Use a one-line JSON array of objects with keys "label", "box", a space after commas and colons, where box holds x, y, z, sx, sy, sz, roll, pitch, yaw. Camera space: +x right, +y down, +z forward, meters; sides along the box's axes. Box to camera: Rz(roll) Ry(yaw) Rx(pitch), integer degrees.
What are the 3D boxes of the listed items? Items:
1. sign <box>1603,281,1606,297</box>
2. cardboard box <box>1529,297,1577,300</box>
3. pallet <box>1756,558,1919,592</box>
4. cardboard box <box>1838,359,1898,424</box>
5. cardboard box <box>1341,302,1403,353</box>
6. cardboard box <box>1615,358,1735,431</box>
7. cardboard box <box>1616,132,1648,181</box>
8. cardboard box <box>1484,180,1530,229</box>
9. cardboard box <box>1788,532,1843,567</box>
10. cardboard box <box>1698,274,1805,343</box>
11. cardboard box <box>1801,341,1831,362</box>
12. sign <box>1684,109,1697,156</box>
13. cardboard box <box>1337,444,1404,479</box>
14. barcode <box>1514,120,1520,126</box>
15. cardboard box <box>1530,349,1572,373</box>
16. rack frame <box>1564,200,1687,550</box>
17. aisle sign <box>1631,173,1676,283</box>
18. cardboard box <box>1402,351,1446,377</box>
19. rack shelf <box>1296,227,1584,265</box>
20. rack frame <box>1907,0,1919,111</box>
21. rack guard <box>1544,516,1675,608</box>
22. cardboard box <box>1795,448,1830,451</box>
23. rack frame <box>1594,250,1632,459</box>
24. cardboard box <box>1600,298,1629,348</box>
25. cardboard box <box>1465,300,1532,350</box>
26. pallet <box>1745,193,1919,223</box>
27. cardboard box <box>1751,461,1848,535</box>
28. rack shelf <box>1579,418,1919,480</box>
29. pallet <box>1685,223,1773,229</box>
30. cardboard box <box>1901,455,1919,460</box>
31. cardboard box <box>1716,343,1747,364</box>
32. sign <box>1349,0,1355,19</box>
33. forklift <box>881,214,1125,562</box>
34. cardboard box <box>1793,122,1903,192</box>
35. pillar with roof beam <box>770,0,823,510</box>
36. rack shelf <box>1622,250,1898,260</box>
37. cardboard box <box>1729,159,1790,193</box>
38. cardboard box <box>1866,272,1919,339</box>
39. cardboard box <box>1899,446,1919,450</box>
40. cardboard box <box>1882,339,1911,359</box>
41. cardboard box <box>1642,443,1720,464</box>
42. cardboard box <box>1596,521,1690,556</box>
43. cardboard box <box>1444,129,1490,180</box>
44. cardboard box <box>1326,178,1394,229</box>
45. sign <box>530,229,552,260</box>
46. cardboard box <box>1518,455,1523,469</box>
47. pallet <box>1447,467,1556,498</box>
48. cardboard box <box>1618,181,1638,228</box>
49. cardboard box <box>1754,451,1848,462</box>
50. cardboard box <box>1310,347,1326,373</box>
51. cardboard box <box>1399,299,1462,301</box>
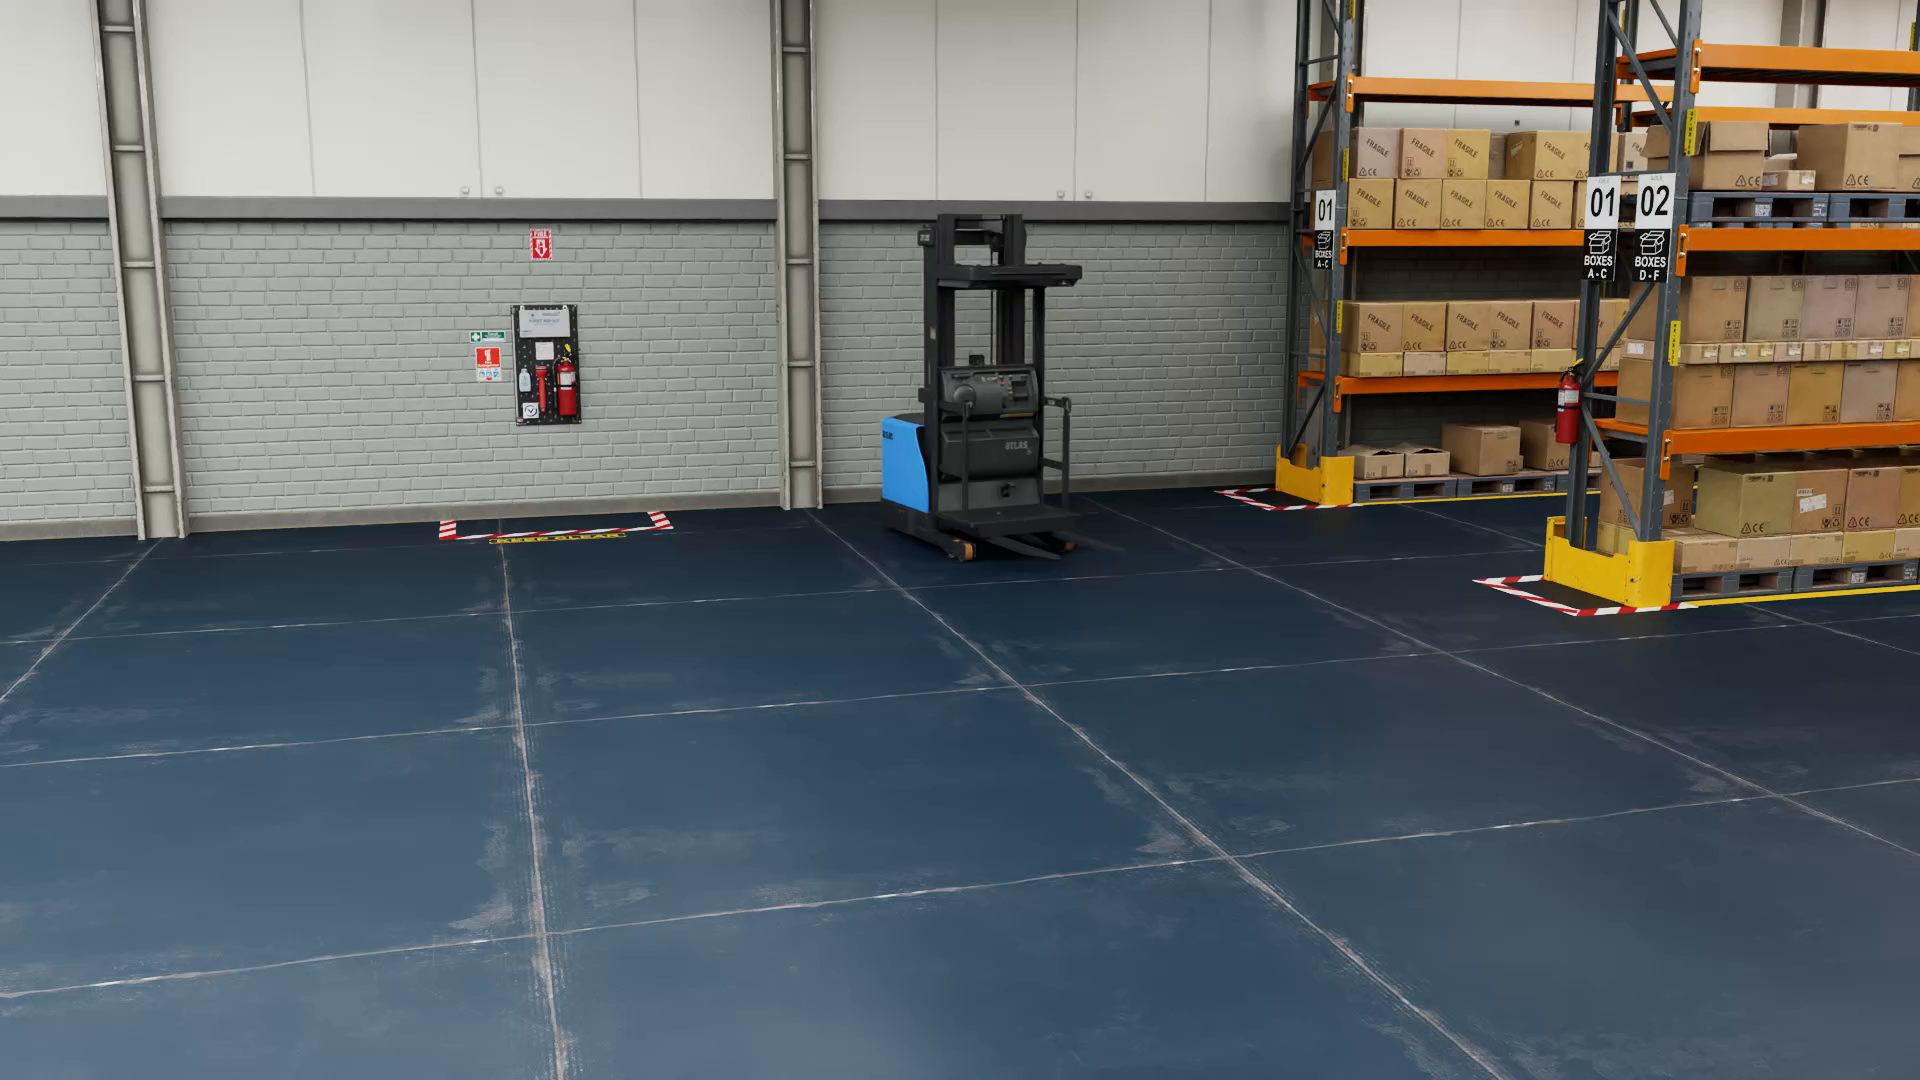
[{"label": "sign", "box": [7.380, -2.803, 18.995, 0.005, 0.325, 0.100, -3, 11, -16]}, {"label": "cardboard box", "box": [6.531, -2.429, 18.450, 0.500, 0.500, 0.500, -3, 11, -16]}, {"label": "pallet", "box": [6.978, 0.190, 13.634, 1.213, 0.211, 1.003, -3, 11, -16]}, {"label": "cardboard box", "box": [7.024, -1.224, 13.336, 0.500, 0.500, 0.700, -3, 11, -14]}, {"label": "cardboard box", "box": [4.240, -2.212, 17.268, 0.500, 0.500, 0.500, -3, 11, -16]}, {"label": "cardboard box", "box": [5.538, -1.145, 12.907, 0.500, 0.500, 0.700, -3, 11, -16]}, {"label": "cardboard box", "box": [7.133, -4.091, 17.810, 0.500, 0.500, 0.500, -4, 11, -21]}, {"label": "cardboard box", "box": [5.620, -3.522, 17.478, 0.500, 0.500, 0.500, -2, 11, -12]}, {"label": "cardboard box", "box": [6.622, 0.032, 13.226, 0.500, 0.250, 0.500, -3, 11, -16]}, {"label": "cardboard box", "box": [6.092, -1.813, 12.954, 0.500, 0.500, 0.700, -3, 11, -17]}, {"label": "cardboard box", "box": [6.514, -1.477, 12.922, 0.250, 0.149, 0.380, -3, 11, -18]}, {"label": "sign", "box": [5.236, -2.921, 11.917, 0.005, 0.325, 0.100, -3, 11, -16]}, {"label": "cardboard box", "box": [4.387, -0.849, 17.786, 0.500, 0.311, 0.500, -4, 11, -22]}, {"label": "barcode", "box": [6.084, -4.552, 18.157, 0.075, 0.075, 0.001, -3, 11, -16]}, {"label": "cardboard box", "box": [6.209, -1.945, 17.890, 0.500, 0.250, 0.500, -3, 11, -16]}, {"label": "rack frame", "box": [5.086, -1.074, 12.800, 0.127, 3.000, 1.000, -3, 11, -16]}, {"label": "aisle sign", "box": [5.109, -2.296, 12.258, 0.004, 0.787, 0.394, -3, 11, -16]}, {"label": "cardboard box", "box": [4.750, -1.869, 17.479, 0.500, 0.250, 0.500, -3, 11, -18]}, {"label": "rack shelf", "box": [5.618, -3.158, 17.820, 4.000, 0.370, 1.077, -3, 11, -16]}, {"label": "rack frame", "box": [11.379, -5.290, 19.133, 0.127, 3.000, 1.000, -3, 11, -16]}, {"label": "rack guard", "box": [5.063, 0.156, 13.020, 0.348, 0.500, 1.175, -3, 11, -16]}, {"label": "cardboard box", "box": [9.706, -1.246, 19.420, 0.500, 0.500, 0.700, -3, 11, -16]}, {"label": "rack frame", "box": [7.539, -2.138, 18.576, 0.127, 3.000, 1.000, -3, 11, -16]}, {"label": "cardboard box", "box": [7.171, -2.365, 18.098, 0.500, 0.500, 0.500, -3, 11, -16]}, {"label": "cardboard box", "box": [5.708, -2.288, 17.684, 0.500, 0.500, 0.500, -3, 11, -14]}, {"label": "pallet", "box": [6.946, -2.600, 13.046, 1.213, 0.211, 1.003, -3, 11, -16]}, {"label": "cardboard box", "box": [6.619, -0.339, 13.169, 0.500, 0.500, 0.500, -3, 11, -16]}, {"label": "rack shelf", "box": [7.006, -0.822, 13.415, 4.000, 0.370, 1.077, -3, 11, -16]}, {"label": "pallet", "box": [8.161, -3.533, 18.391, 1.003, 0.211, 1.213, -3, 11, -16]}, {"label": "cardboard box", "box": [8.059, -0.415, 13.583, 0.500, 0.500, 0.500, -3, 11, -16]}, {"label": "cardboard box", "box": [5.776, -1.439, 12.712, 0.250, 0.149, 0.380, -3, 11, -17]}, {"label": "sign", "box": [3.850, -5.290, 16.330, 0.005, 0.325, 0.100, -3, 11, -16]}, {"label": "forklift", "box": [0.364, -1.345, 14.460, 1.130, 2.935, 3.031, -5, 12, -26]}, {"label": "cardboard box", "box": [6.757, -2.910, 12.667, 0.500, 0.500, 0.500, -3, 11, -16]}, {"label": "pillar with roof beam", "box": [-0.429, -4.019, 12.229, 0.400, 9.000, 9.100, -3, 11, -16]}, {"label": "rack shelf", "box": [9.459, -3.360, 18.920, 4.000, 0.370, 1.077, -3, 11, -16]}, {"label": "cardboard box", "box": [6.118, -2.855, 13.057, 0.500, 0.250, 0.500, -3, 11, -16]}, {"label": "cardboard box", "box": [7.537, -1.889, 13.368, 0.500, 0.500, 0.700, -3, 11, -16]}, {"label": "cardboard box", "box": [8.394, -0.531, 14.211, 0.500, 0.500, 0.500, -3, 11, -16]}, {"label": "cardboard box", "box": [7.252, -1.516, 13.132, 0.250, 0.149, 0.380, -3, 11, -14]}, {"label": "cardboard box", "box": [8.241, -1.165, 18.981, 0.500, 0.500, 0.700, -3, 11, -14]}, {"label": "cardboard box", "box": [5.518, -0.007, 13.438, 0.500, 0.250, 0.500, -3, 11, -16]}, {"label": "cardboard box", "box": [5.120, -3.983, 17.222, 0.500, 0.500, 0.500, -3, 11, -14]}, {"label": "cardboard box", "box": [4.089, -3.443, 17.050, 0.500, 0.500, 0.500, -3, 11, -14]}, {"label": "sign", "box": [-4.052, -2.856, 16.076, 0.199, 0.298, 0.001, -3, 11, -16]}, {"label": "cardboard box", "box": [5.997, -0.874, 18.374, 0.250, 0.149, 0.380, -4, 11, -21]}, {"label": "pallet", "box": [5.730, -0.664, 18.272, 1.213, 0.211, 1.003, -3, 11, -16]}, {"label": "cardboard box", "box": [7.120, -3.603, 17.921, 0.500, 0.500, 0.500, -3, 11, -14]}, {"label": "cardboard box", "box": [6.954, -0.454, 13.797, 0.500, 0.500, 0.500, -3, 11, -16]}, {"label": "cardboard box", "box": [4.093, -1.929, 17.800, 0.500, 0.250, 0.500, -3, 11, -15]}, {"label": "cardboard box", "box": [5.072, -2.352, 18.026, 0.500, 0.500, 0.500, -3, 11, -18]}]
